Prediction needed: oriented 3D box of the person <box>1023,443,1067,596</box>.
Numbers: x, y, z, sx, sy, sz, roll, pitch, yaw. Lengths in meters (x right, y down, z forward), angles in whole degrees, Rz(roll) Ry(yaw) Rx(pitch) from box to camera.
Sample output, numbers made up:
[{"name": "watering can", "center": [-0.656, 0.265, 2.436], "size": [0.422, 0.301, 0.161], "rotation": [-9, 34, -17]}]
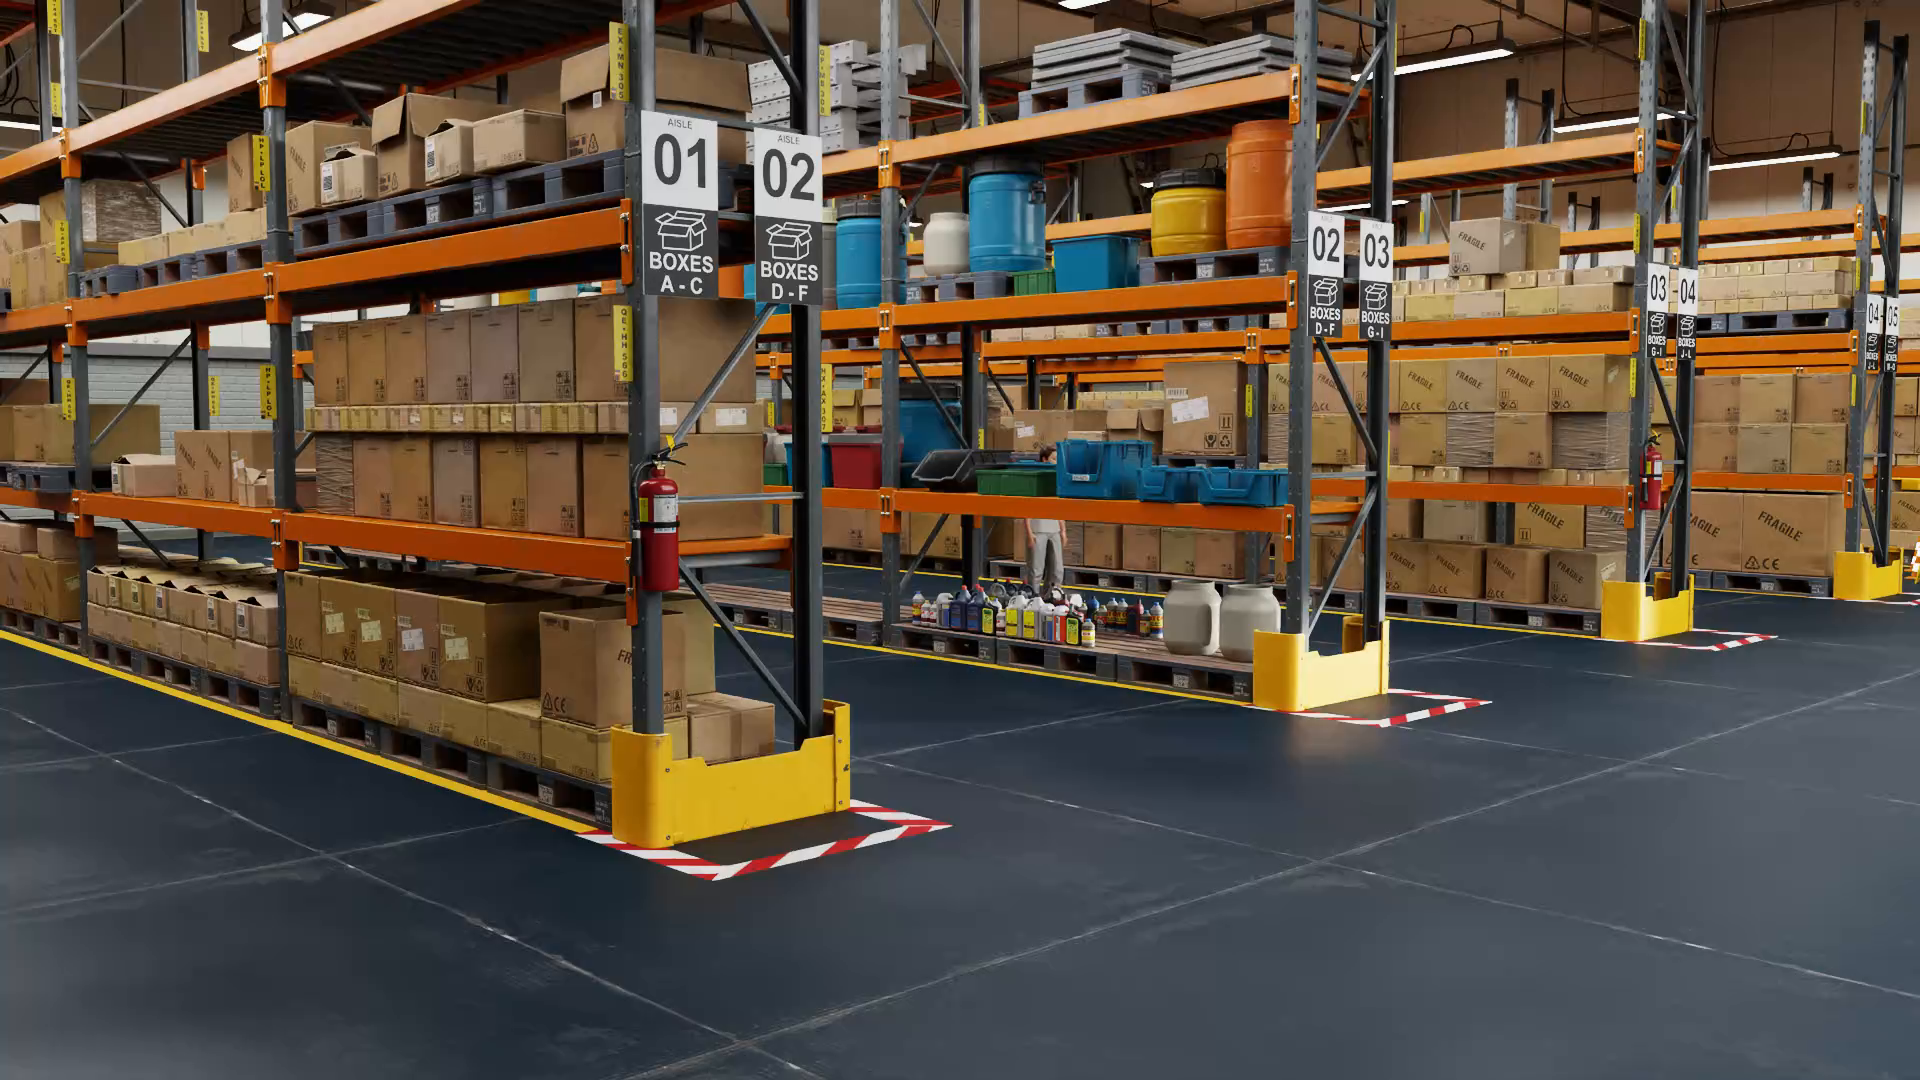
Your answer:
[{"name": "person", "center": [0.771, -0.042, 15.134], "size": [0.502, 1.669, 0.354], "rotation": [-3, 5, -40]}]
